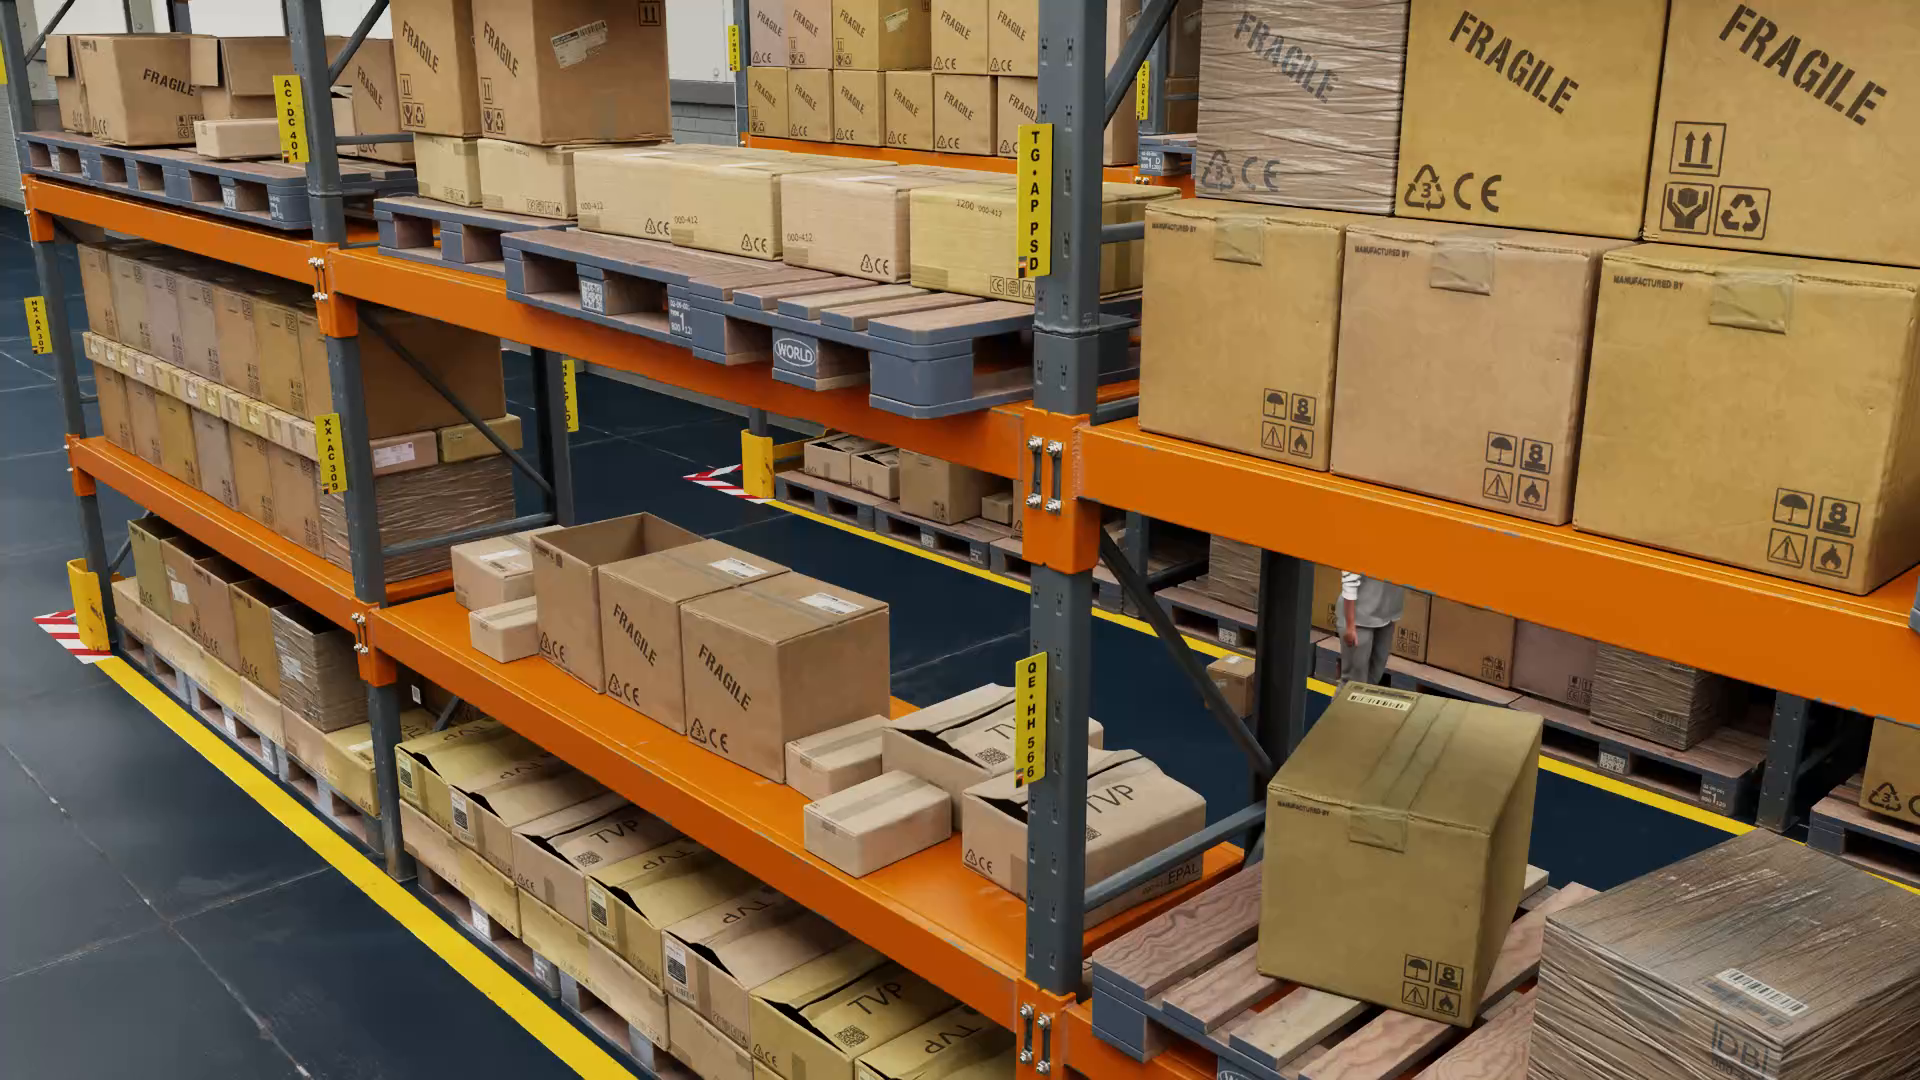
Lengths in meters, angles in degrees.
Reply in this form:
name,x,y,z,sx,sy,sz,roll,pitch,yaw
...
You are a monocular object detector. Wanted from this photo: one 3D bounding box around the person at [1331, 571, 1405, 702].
name,x,y,z,sx,sy,sz,roll,pitch,yaw
person,2.041,0.405,8.297,0.408,1.593,0.312,-17,24,-42
